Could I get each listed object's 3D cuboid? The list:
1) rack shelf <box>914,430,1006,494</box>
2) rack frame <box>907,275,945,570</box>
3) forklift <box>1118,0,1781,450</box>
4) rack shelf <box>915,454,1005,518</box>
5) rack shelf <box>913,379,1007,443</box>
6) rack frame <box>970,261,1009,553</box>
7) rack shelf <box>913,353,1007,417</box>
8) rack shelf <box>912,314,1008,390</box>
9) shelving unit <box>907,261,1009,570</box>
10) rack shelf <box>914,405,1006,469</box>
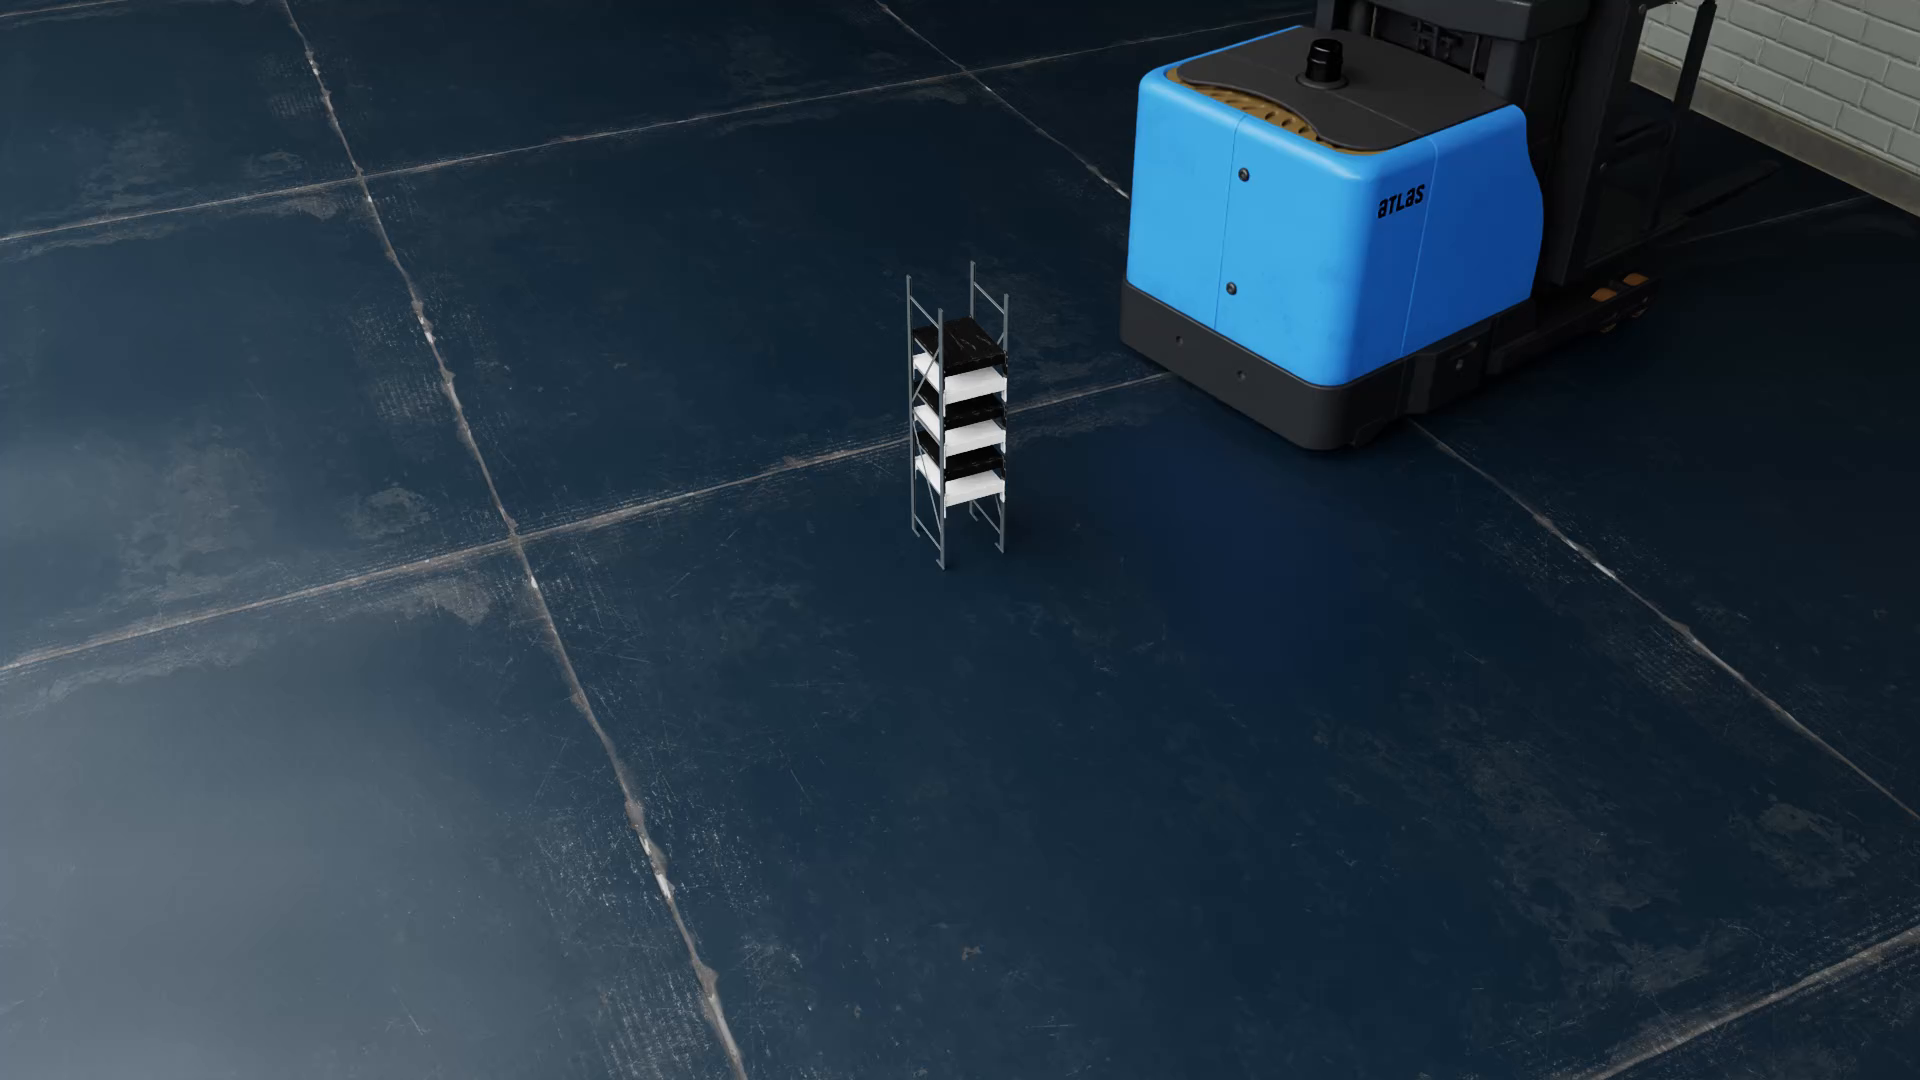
[{"bbox_3d":[-0.007,-0.260,5.053,0.200,0.077,0.258,-16,39,-20],"label":"rack shelf"},{"bbox_3d":[-0.099,-0.334,4.944,0.006,0.900,0.240,-16,39,-20],"label":"rack frame"},{"bbox_3d":[2.062,-2.190,5.742,3.031,2.935,1.130,-25,43,-29],"label":"forklift"},{"bbox_3d":[-0.007,-0.188,5.106,0.200,0.077,0.258,-16,39,-20],"label":"rack shelf"},{"bbox_3d":[-0.007,-0.405,4.945,0.200,0.077,0.258,-16,39,-20],"label":"rack shelf"},{"bbox_3d":[0.085,-0.385,5.014,0.006,0.900,0.240,-16,39,-20],"label":"rack frame"},{"bbox_3d":[-0.007,-0.477,4.892,0.200,0.077,0.258,-16,39,-20],"label":"rack shelf"},{"bbox_3d":[-0.007,-0.549,4.838,0.200,0.077,0.258,-16,39,-20],"label":"rack shelf"},{"bbox_3d":[-0.007,-0.359,4.979,0.210,0.900,0.258,-16,39,-20],"label":"shelving unit"},{"bbox_3d":[-0.007,-0.333,4.999,0.200,0.077,0.258,-16,39,-20],"label":"rack shelf"}]
